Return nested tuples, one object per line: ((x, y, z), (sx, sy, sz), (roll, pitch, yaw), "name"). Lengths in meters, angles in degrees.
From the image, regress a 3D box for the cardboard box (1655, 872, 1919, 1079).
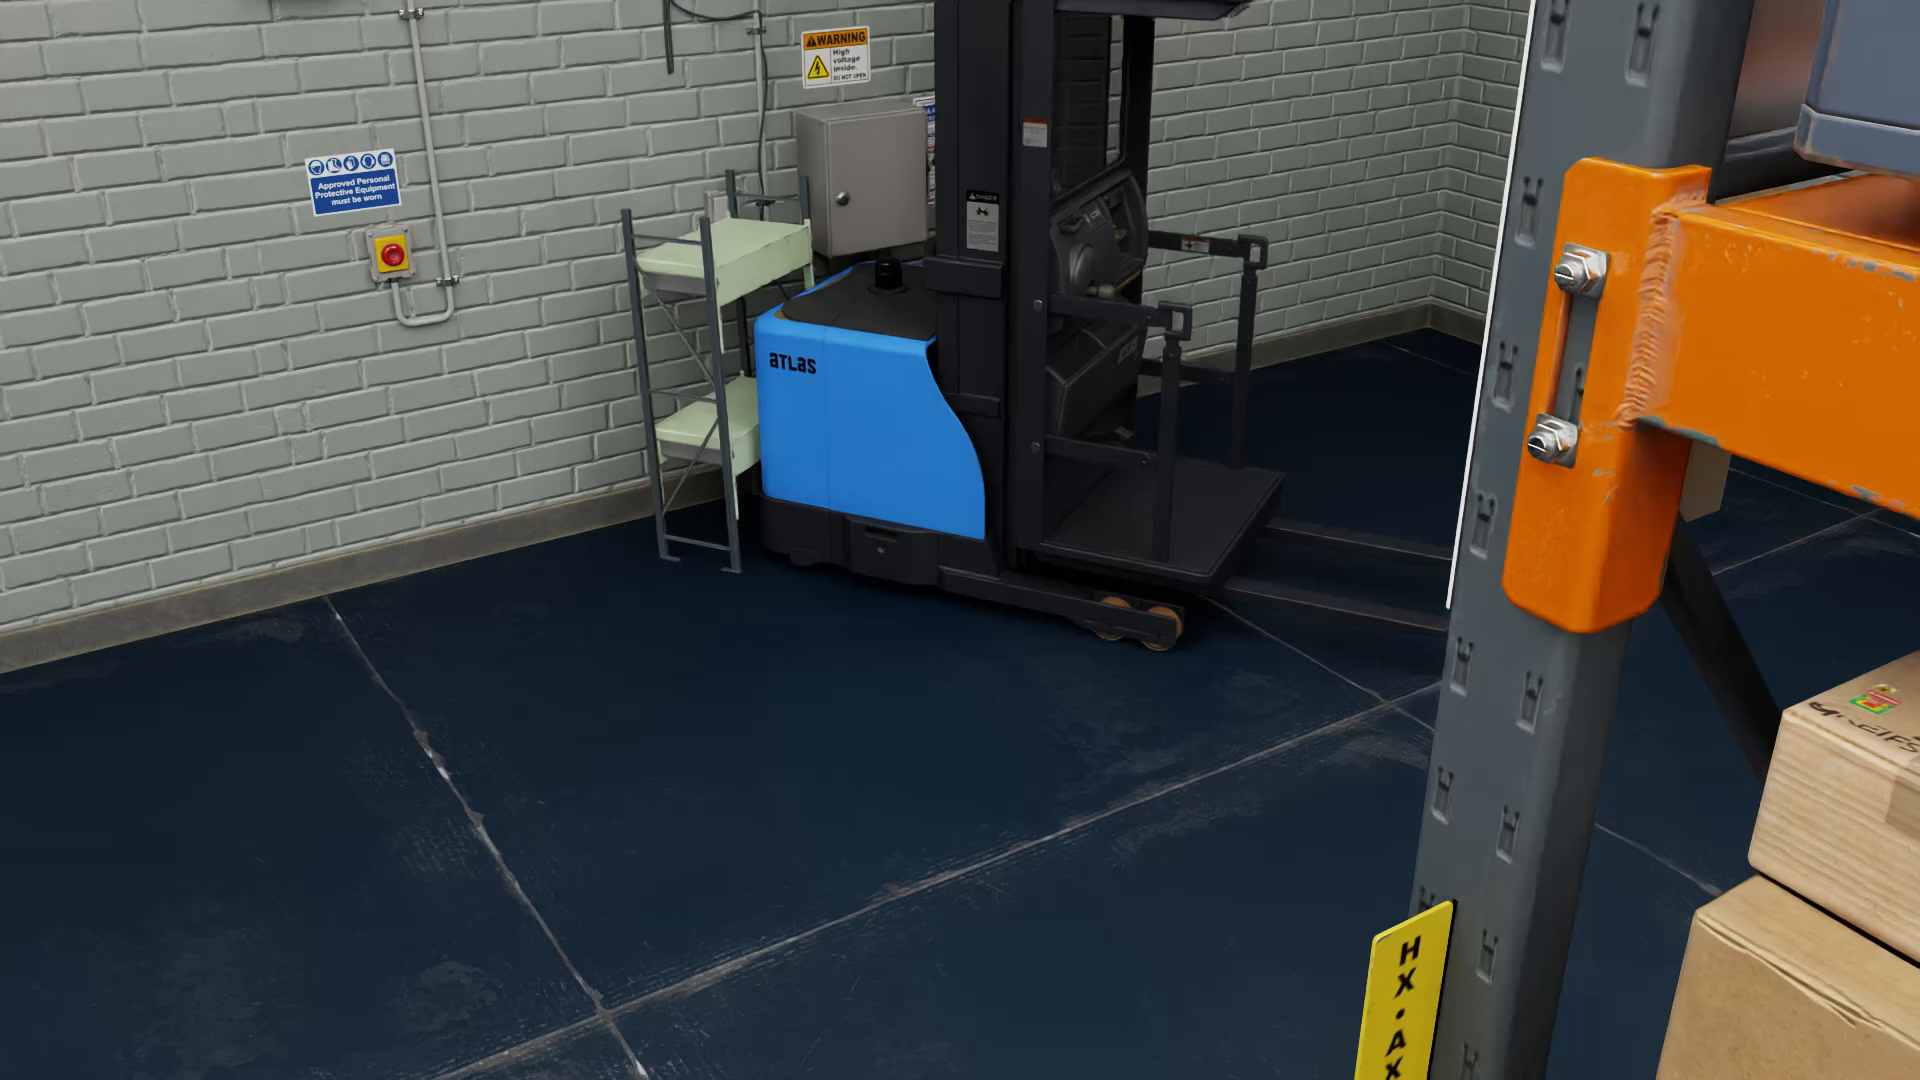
((0.906, 0.534, 1.318), (0.500, 0.500, 0.500), (-16, 30, -31), "cardboard box")

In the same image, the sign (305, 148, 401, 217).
((-2.289, -1.351, 6.282), (0.327, 0.218, 0.001), (-16, 29, -30), "sign")

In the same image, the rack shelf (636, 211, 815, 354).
((-0.964, -1.071, 6.830), (0.431, 0.370, 0.720), (10, 27, 24), "rack shelf")

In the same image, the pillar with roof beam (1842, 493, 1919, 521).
((0.715, -3.249, 3.592), (9.100, 9.000, 0.400), (-16, 29, -30), "pillar with roof beam")

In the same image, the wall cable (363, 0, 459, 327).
((-2.215, -1.692, 6.094), (0.585, 1.953, 0.123), (-16, 29, -30), "wall cable")

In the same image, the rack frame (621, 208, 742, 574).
((-1.115, -0.575, 6.698), (0.400, 1.500, 0.023), (10, 27, 24), "rack frame")

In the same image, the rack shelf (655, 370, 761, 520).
((-0.946, -0.421, 7.131), (0.431, 0.370, 0.720), (10, 27, 24), "rack shelf")

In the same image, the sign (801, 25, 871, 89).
((-0.535, -2.091, 7.197), (0.339, 0.242, 0.001), (-16, 29, -30), "sign")

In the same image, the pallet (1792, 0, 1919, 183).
((1.296, -0.261, 0.878), (1.003, 0.211, 1.213), (-16, 29, -30), "pallet")

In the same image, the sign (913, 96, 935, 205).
((-0.075, -1.802, 7.665), (0.329, 0.494, 0.001), (-16, 29, -30), "sign")

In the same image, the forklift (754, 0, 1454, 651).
((0.719, -1.161, 6.275), (3.031, 2.935, 1.130), (11, 27, 22), "forklift")

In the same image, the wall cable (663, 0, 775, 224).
((-1.033, -2.013, 6.810), (0.588, 1.984, 0.122), (-16, 29, -30), "wall cable")

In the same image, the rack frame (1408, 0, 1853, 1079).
((0.885, 0.792, 2.058), (0.949, 2.616, 0.053), (-16, 29, -30), "rack frame")

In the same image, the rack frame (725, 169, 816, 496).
((-0.793, -0.859, 7.291), (0.400, 1.500, 0.023), (10, 27, 24), "rack frame")

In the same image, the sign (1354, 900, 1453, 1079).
((0.414, 0.493, 1.586), (0.100, 0.325, 0.005), (-16, 29, -30), "sign")

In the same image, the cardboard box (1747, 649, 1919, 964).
((0.844, 0.194, 1.278), (0.380, 0.149, 0.250), (-15, 29, -29), "cardboard box")

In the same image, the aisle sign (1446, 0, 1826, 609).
((0.600, -0.341, 1.413), (0.394, 0.787, 0.004), (-16, 29, -30), "aisle sign")

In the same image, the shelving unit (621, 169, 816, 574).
((-0.954, -0.717, 6.994), (0.431, 1.500, 0.755), (10, 27, 24), "shelving unit")

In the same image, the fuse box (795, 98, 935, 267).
((-0.376, -1.073, 7.519), (0.539, 1.711, 0.414), (-16, 29, -30), "fuse box")
